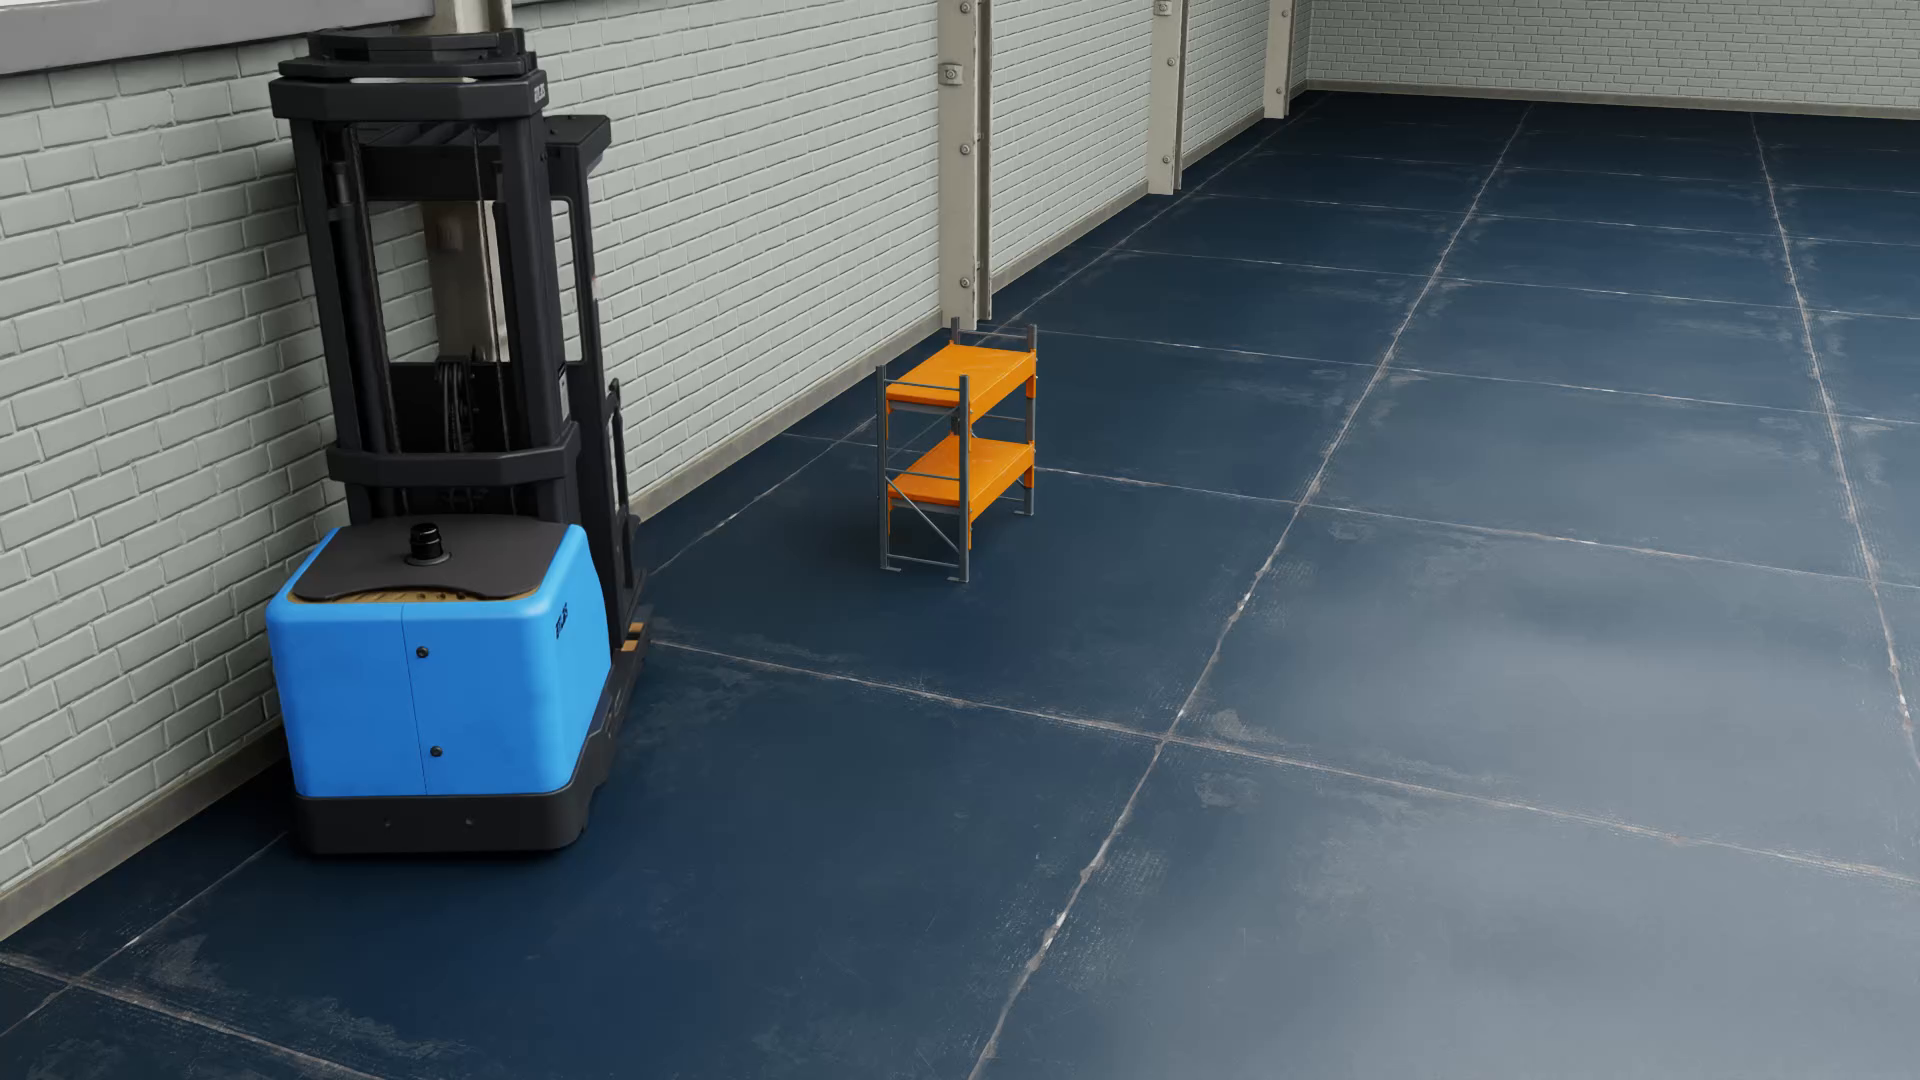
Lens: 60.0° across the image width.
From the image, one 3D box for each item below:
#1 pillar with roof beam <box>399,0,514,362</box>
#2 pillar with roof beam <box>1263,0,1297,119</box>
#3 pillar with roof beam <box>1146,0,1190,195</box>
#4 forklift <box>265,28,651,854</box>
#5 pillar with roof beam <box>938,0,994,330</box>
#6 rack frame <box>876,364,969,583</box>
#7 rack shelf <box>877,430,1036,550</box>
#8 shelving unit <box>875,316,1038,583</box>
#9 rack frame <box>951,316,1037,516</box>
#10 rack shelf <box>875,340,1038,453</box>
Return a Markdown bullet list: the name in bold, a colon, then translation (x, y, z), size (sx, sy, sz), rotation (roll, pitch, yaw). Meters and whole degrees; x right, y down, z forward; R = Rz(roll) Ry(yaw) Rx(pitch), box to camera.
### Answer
- **pillar with roof beam**: translation (1.810, -3.150, 5.115), size (9.100, 9.000, 0.400), rotation (9, 24, 20)
- **pillar with roof beam**: translation (8.496, -9.591, 20.536), size (9.100, 9.000, 0.400), rotation (9, 24, 20)
- **pillar with roof beam**: translation (6.267, -7.444, 15.396), size (9.100, 9.000, 0.400), rotation (9, 24, 20)
- **forklift**: translation (-2.028, -0.695, 7.112), size (1.130, 2.935, 3.031), rotation (-1, 23, -2)
- **pillar with roof beam**: translation (4.039, -5.297, 10.255), size (9.100, 9.000, 0.400), rotation (9, 24, 20)
- **rack frame**: translation (-0.191, -0.335, 8.592), size (0.500, 1.125, 0.032), rotation (9, 24, 20)
- **rack shelf**: translation (-0.003, -0.291, 9.122), size (0.538, 0.278, 1.000), rotation (9, 24, 20)
- **shelving unit**: translation (-0.003, -0.517, 9.027), size (0.538, 1.125, 1.048), rotation (9, 24, 20)
- **rack frame**: translation (0.186, -0.699, 9.463), size (0.500, 1.125, 0.032), rotation (9, 24, 20)
- **rack shelf**: translation (-0.003, -0.787, 8.915), size (0.538, 0.278, 1.000), rotation (9, 24, 20)
